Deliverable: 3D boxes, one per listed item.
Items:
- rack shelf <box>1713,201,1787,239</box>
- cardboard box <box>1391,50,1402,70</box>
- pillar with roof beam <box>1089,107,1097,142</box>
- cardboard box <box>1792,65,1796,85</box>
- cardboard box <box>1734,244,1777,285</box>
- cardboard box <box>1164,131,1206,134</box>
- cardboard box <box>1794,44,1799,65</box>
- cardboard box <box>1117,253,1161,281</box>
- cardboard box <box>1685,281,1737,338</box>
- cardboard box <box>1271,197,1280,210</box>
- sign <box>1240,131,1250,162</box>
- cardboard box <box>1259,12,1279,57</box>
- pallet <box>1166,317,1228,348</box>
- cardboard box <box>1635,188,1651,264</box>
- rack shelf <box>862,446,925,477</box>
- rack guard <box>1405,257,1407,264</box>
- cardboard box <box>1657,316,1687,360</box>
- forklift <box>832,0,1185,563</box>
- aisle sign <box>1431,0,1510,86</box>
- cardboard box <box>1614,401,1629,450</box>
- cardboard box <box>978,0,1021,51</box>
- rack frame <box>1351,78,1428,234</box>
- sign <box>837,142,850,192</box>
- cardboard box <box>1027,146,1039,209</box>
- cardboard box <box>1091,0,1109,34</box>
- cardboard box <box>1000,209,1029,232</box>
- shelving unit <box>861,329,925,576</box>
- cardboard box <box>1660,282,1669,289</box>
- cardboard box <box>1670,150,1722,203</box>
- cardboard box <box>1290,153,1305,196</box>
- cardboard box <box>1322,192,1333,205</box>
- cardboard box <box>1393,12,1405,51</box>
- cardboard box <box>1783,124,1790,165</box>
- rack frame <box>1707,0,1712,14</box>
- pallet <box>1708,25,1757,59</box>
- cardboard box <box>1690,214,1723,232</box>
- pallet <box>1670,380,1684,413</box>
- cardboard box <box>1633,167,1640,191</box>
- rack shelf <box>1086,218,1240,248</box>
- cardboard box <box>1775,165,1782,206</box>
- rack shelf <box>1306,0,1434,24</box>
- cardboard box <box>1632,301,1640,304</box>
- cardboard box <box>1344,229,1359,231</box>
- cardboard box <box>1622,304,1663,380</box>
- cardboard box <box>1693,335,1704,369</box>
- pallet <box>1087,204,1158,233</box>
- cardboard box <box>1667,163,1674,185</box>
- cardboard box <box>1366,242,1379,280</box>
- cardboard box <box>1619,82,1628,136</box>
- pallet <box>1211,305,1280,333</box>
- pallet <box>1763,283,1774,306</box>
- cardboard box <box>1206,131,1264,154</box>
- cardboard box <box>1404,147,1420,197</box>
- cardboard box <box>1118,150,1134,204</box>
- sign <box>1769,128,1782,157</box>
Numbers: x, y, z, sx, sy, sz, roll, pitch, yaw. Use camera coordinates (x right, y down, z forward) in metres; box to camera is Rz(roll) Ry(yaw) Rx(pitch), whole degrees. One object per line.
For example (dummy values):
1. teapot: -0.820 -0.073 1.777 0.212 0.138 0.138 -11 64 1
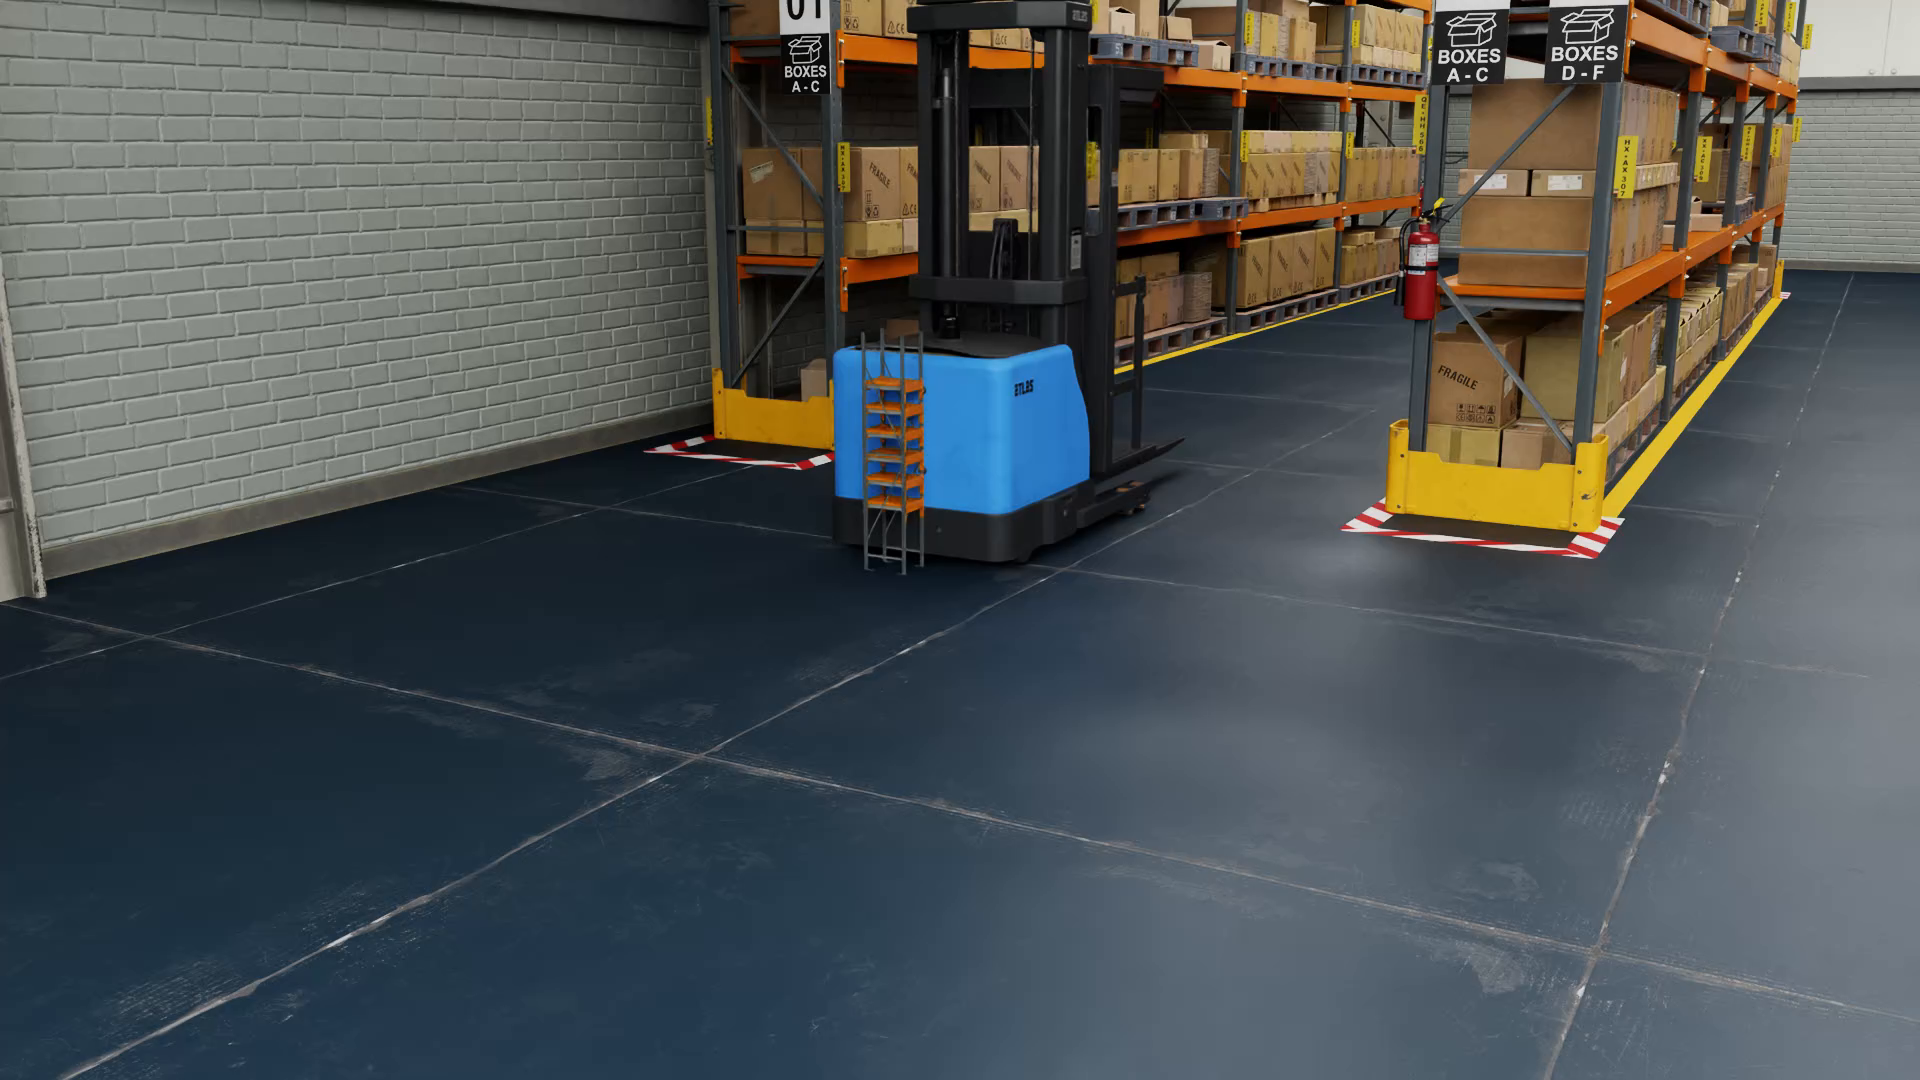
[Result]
1. rack shelf: 9.843 -4.122 21.264 1.077 0.370 4.000 7 15 28
2. cardboard box: 5.852 -6.686 23.175 0.500 0.250 0.500 7 15 26
3. pillar with roof beam: 4.987 -6.061 14.973 9.100 9.000 0.400 7 15 28
4. cardboard box: 10.541 -6.030 21.566 0.500 0.250 0.500 7 15 28
5. cardboard box: 10.763 -3.741 22.545 0.500 0.500 0.500 7 15 28
6. cardboard box: 2.597 -4.491 18.770 0.500 0.250 0.500 8 16 30
7. cardboard box: 10.544 -6.273 21.507 0.500 0.250 0.500 7 15 28
8. cardboard box: 1.727 -2.794 17.019 0.500 0.250 0.500 7 15 28
9. cardboard box: 7.413 -2.300 16.568 0.500 0.500 0.500 8 16 30
10. cardboard box: 3.564 -3.997 19.705 0.380 0.149 0.250 8 16 29
11. sign: 3.084 -4.266 18.025 0.100 0.325 0.005 7 15 28
12. cardboard box: 3.278 -5.854 19.364 0.700 0.500 0.500 8 16 31
13. pallet: 2.225 -2.285 18.061 1.003 0.211 1.213 7 15 28
14. cardboard box: 4.305 -2.165 11.401 0.700 0.500 0.500 8 16 29
15. rack shelf: -0.333 -0.393 8.294 0.258 0.103 0.180 7 15 27
16. rack guard: 6.484 -4.232 25.520 1.175 0.500 0.348 7 15 28
17. cardboard box: 5.427 -1.616 13.112 0.500 0.311 0.500 7 15 28
18. forklift: 0.468 -1.607 9.445 1.130 2.935 3.031 7 15 27
19. aisle sign: 2.787 -2.883 9.043 0.394 0.787 0.004 7 15 28
20. cardboard box: 4.010 -0.757 10.743 0.500 0.250 0.500 7 15 28
21. cardboard box: 0.153 -4.145 13.169 0.500 0.500 0.500 7 15 26
22. rack frame: 6.472 -5.442 25.207 1.000 3.000 0.127 7 15 28
23. sign: -0.788 -2.519 11.234 0.100 0.325 0.005 7 15 28
24. cardboard box: 0.477 -3.046 13.947 0.500 0.500 0.500 7 15 28
25. cardboard box: 1.005 -4.794 15.010 0.500 0.500 0.500 10 17 36
26. cardboard box: 0.229 -2.579 13.609 0.500 0.250 0.500 7 15 28
27. shelving unit: -0.333 -0.436 8.283 0.258 1.200 0.189 7 15 27
28. cardboard box: 7.189 -2.457 17.221 0.500 0.500 0.500 8 16 30
29. cardboard box: 7.149 -3.635 16.602 0.700 0.500 0.500 2 14 9
30. cardboard box: 3.810 -4.390 19.953 0.500 0.500 0.500 8 16 30
31. cardboard box: 4.521 -4.353 21.183 0.380 0.149 0.250 8 16 29
32. cardboard box: 5.861 -7.054 23.104 0.500 0.500 0.500 7 15 26
33. cardboard box: 10.346 -5.083 21.371 0.500 0.500 0.500 8 16 30
34. rack frame: 5.009 -5.336 11.967 1.000 3.000 0.127 7 15 28
35. pallet: 6.155 -4.228 14.172 1.003 0.211 1.213 8 16 31
36. cardboard box: 6.750 -2.902 15.208 0.380 0.149 0.250 7 15 28
37. pallet: 5.331 -1.220 13.642 1.003 0.211 1.213 7 15 28
38. cardboard box: 4.074 -2.283 10.508 0.380 0.149 0.250 7 15 27
39. rack shelf: 1.638 -3.041 16.781 1.077 0.370 4.000 7 15 28
40. cardboard box: 10.094 -4.496 21.067 0.500 0.500 0.500 7 15 27
41. rack shelf: 5.505 -7.404 22.933 1.077 0.370 4.000 7 15 28
42. cardboard box: 5.689 -1.988 14.652 0.500 0.311 0.500 7 15 27
43. cardboard box: 5.495 -4.379 23.852 0.380 0.149 0.250 8 15 29
44. cardboard box: 4.724 -1.430 11.938 0.500 0.500 0.500 7 15 28
45. cardboard box: 6.164 -1.657 14.479 0.500 0.250 0.500 8 16 29
46. pallet: 1.168 -3.027 15.599 1.003 0.211 1.213 7 15 28
47. cardboard box: 4.944 -2.653 12.041 0.380 0.149 0.250 7 15 27
48. cardboard box: 5.485 -3.960 23.496 0.700 0.500 0.500 8 16 29
49. cardboard box: 3.587 -2.492 9.988 0.700 0.500 0.500 7 15 27
50. pallet: 3.052 -2.598 19.361 1.003 0.211 1.213 7 15 28
51. pallet: 10.389 -3.347 22.465 1.003 0.211 1.213 7 15 28
52. cardboard box: 3.064 -4.438 18.552 0.500 0.250 0.500 8 16 29
53. cardboard box: 6.234 -5.482 24.733 0.980 0.700 0.700 8 16 31
54. cardboard box: 1.223 -3.457 15.821 0.700 0.500 0.500 9 16 34
55. sign: 9.364 -4.562 19.084 0.100 0.325 0.005 7 15 28
